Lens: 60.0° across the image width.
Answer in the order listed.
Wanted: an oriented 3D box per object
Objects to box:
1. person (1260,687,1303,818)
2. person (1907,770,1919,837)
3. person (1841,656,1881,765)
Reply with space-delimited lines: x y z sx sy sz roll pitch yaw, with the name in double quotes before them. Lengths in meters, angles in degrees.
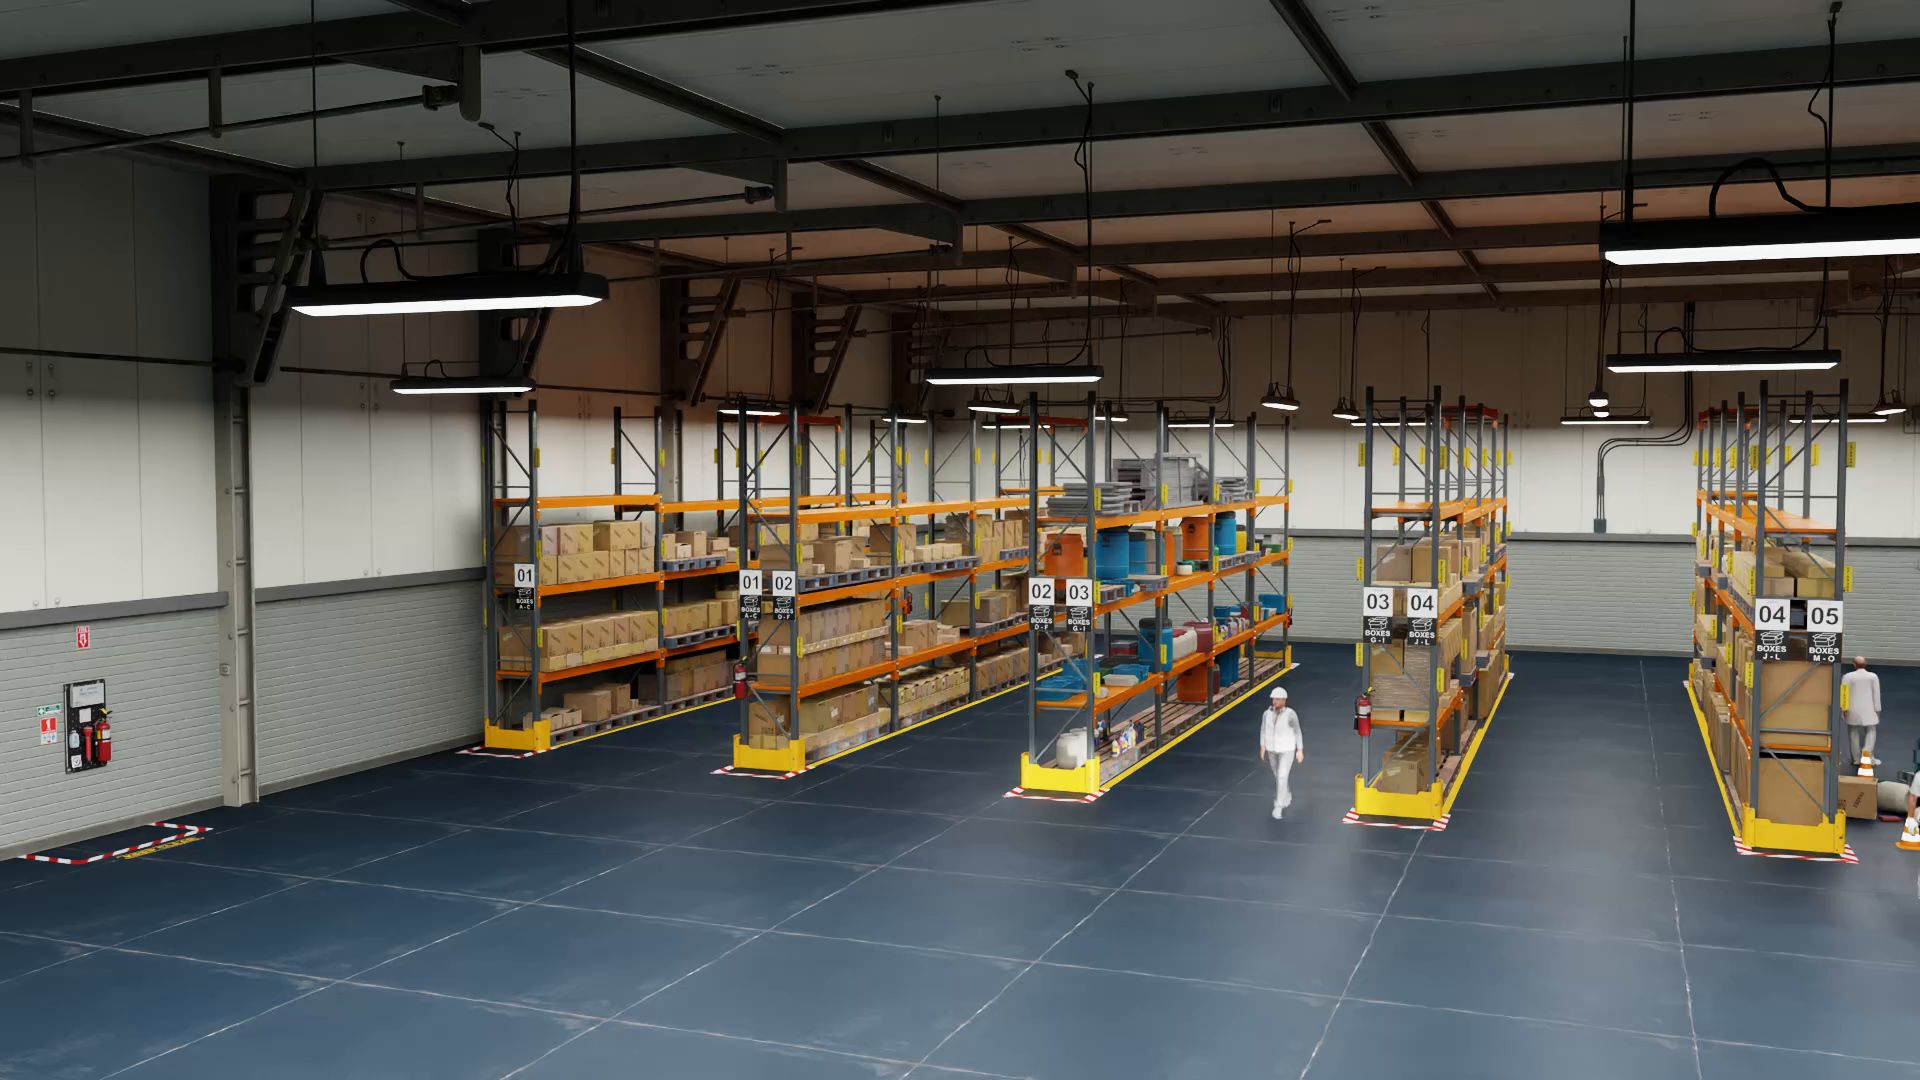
"person" 4.488 2.953 23.459 0.566 1.741 0.903 3 4 42
"person" 10.953 3.204 18.564 0.582 1.803 0.782 1 3 10
"person" 14.674 2.781 27.108 0.614 1.775 0.613 1 3 20
